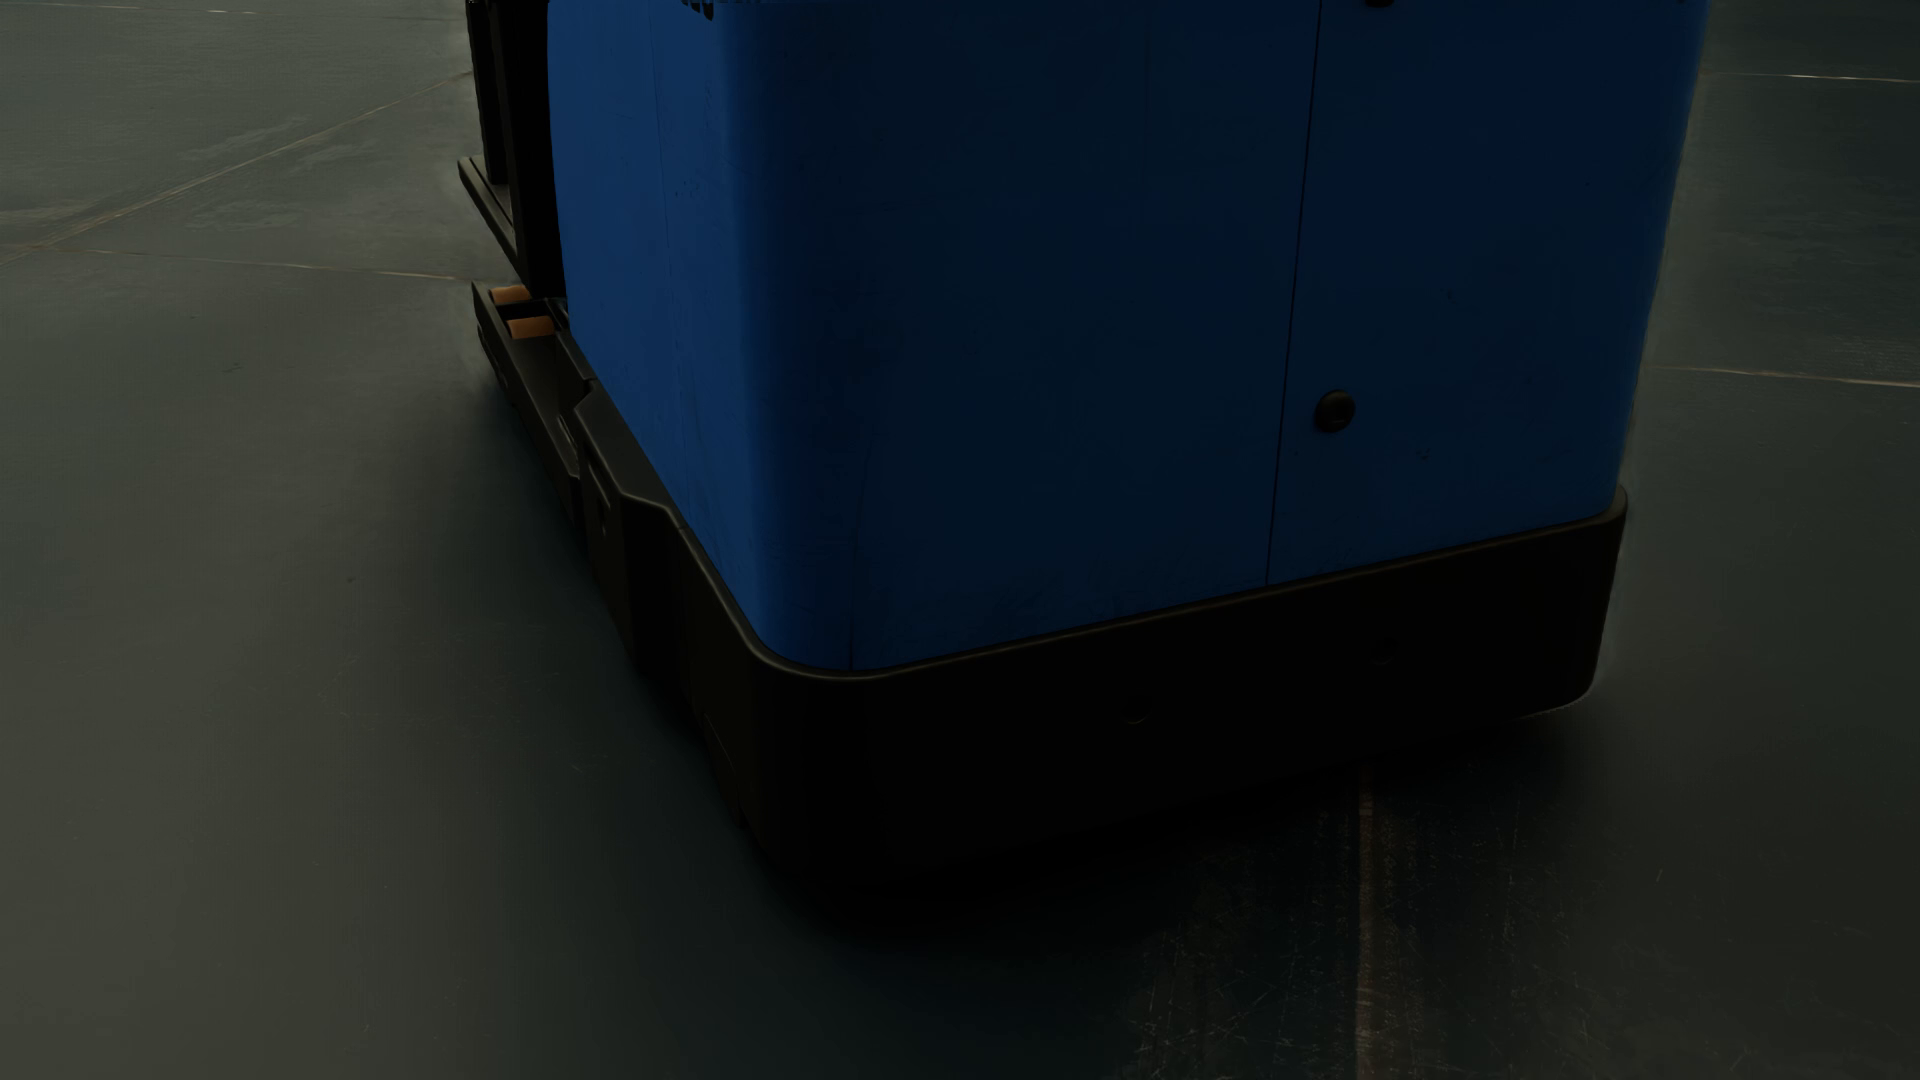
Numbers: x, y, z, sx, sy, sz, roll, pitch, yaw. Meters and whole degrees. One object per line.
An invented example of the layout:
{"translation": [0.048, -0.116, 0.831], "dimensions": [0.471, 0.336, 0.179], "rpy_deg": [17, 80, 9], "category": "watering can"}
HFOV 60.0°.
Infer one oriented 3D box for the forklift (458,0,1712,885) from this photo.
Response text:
{"translation": [-0.264, -1.605, 2.428], "dimensions": [1.130, 2.935, 3.031], "rpy_deg": [-11, 29, -20], "category": "forklift"}
